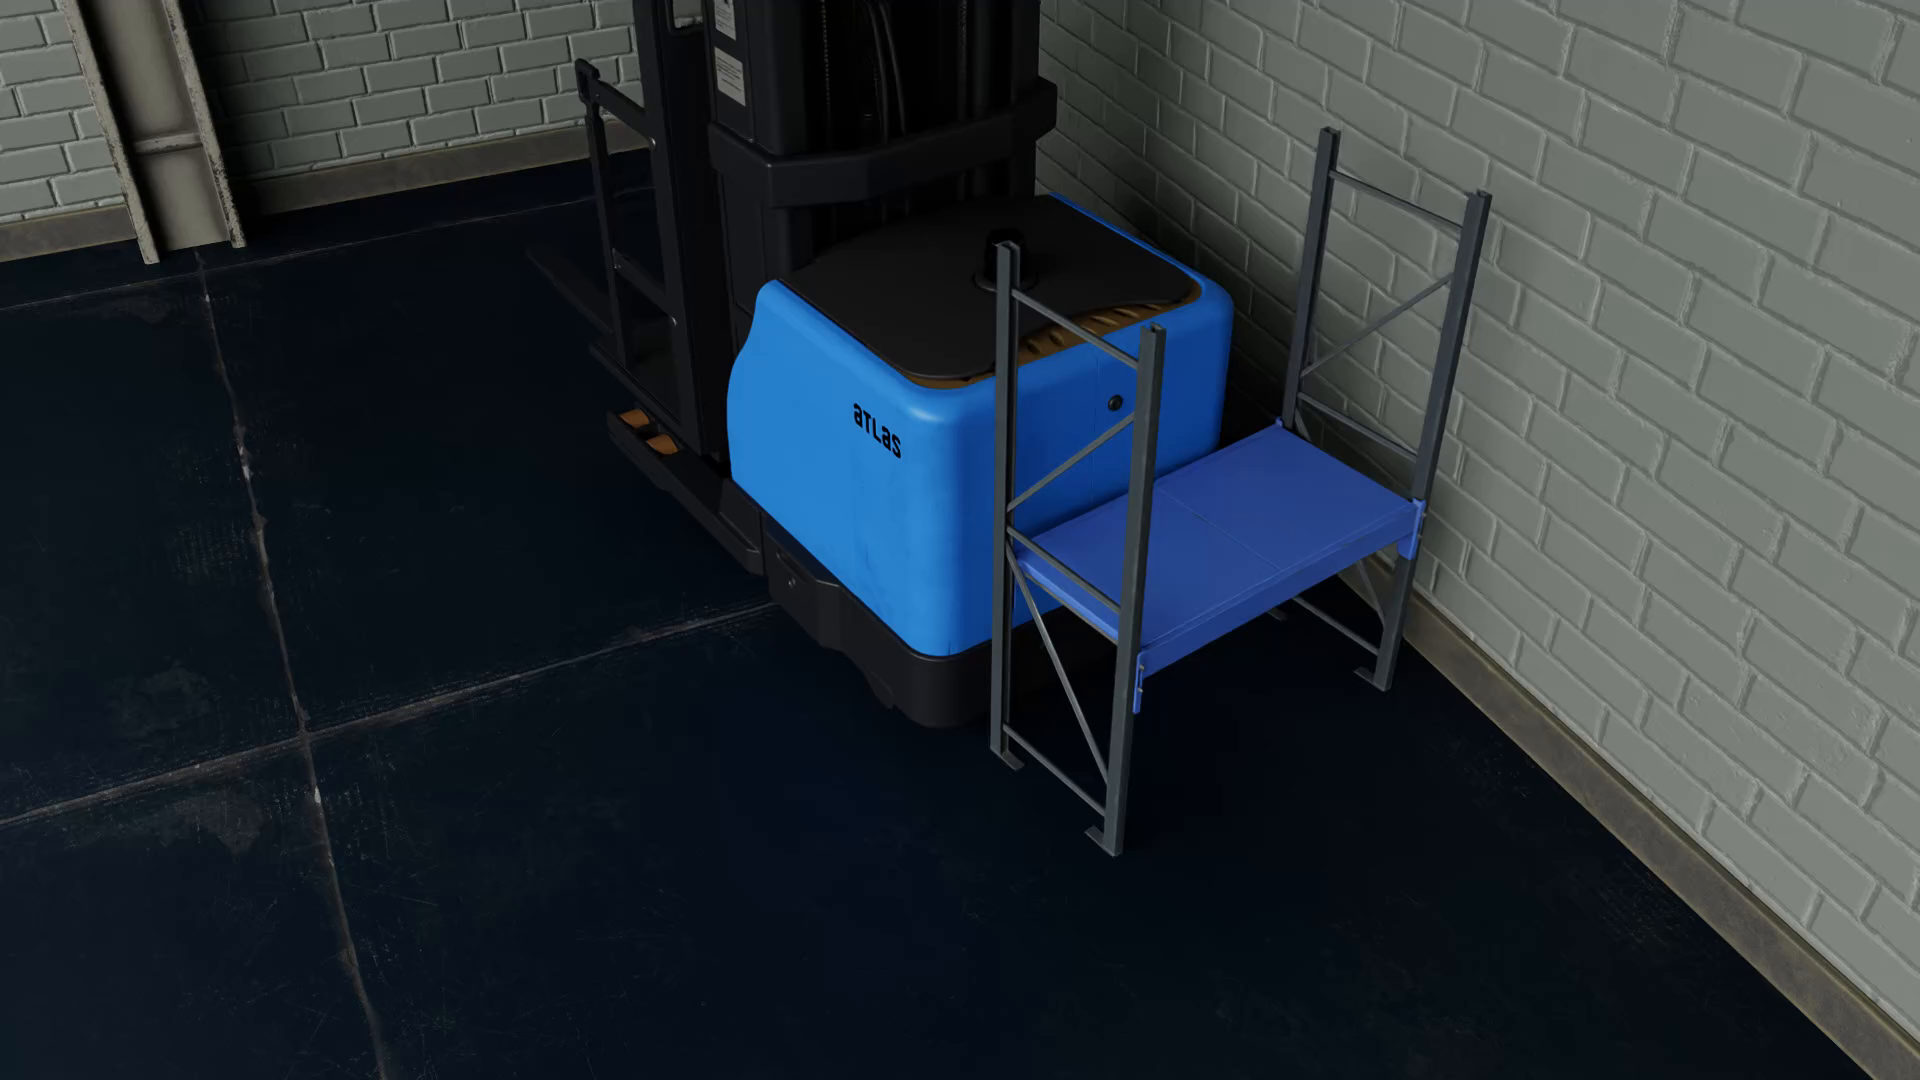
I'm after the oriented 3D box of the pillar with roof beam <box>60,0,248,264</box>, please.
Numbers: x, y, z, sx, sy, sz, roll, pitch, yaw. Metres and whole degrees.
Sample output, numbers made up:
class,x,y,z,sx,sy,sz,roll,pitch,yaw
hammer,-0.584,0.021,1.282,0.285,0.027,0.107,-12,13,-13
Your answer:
class,x,y,z,sx,sy,sz,roll,pitch,yaw
pillar with roof beam,-1.367,-2.545,1.128,0.400,9.000,9.100,-16,39,-20

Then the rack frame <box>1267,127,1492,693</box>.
class,x,y,z,sx,sy,sz,roll,pitch,yaw
rack frame,1.051,-0.297,4.391,0.032,1.500,0.500,-25,43,-29

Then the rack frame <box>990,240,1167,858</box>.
class,x,y,z,sx,sy,sz,roll,pitch,yaw
rack frame,0.245,0.073,3.892,0.032,1.500,0.500,-25,43,-29

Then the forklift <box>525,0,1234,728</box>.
class,x,y,z,sx,sy,sz,roll,pitch,yaw
forklift,-0.527,-1.507,4.821,1.130,2.935,3.031,-23,42,-28

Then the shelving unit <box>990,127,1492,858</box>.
class,x,y,z,sx,sy,sz,roll,pitch,yaw
shelving unit,0.648,-0.112,4.142,1.048,1.500,0.538,-25,43,-29

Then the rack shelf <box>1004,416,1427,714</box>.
class,x,y,z,sx,sy,sz,roll,pitch,yaw
rack shelf,0.648,0.033,4.249,1.000,0.185,0.538,-25,43,-29
